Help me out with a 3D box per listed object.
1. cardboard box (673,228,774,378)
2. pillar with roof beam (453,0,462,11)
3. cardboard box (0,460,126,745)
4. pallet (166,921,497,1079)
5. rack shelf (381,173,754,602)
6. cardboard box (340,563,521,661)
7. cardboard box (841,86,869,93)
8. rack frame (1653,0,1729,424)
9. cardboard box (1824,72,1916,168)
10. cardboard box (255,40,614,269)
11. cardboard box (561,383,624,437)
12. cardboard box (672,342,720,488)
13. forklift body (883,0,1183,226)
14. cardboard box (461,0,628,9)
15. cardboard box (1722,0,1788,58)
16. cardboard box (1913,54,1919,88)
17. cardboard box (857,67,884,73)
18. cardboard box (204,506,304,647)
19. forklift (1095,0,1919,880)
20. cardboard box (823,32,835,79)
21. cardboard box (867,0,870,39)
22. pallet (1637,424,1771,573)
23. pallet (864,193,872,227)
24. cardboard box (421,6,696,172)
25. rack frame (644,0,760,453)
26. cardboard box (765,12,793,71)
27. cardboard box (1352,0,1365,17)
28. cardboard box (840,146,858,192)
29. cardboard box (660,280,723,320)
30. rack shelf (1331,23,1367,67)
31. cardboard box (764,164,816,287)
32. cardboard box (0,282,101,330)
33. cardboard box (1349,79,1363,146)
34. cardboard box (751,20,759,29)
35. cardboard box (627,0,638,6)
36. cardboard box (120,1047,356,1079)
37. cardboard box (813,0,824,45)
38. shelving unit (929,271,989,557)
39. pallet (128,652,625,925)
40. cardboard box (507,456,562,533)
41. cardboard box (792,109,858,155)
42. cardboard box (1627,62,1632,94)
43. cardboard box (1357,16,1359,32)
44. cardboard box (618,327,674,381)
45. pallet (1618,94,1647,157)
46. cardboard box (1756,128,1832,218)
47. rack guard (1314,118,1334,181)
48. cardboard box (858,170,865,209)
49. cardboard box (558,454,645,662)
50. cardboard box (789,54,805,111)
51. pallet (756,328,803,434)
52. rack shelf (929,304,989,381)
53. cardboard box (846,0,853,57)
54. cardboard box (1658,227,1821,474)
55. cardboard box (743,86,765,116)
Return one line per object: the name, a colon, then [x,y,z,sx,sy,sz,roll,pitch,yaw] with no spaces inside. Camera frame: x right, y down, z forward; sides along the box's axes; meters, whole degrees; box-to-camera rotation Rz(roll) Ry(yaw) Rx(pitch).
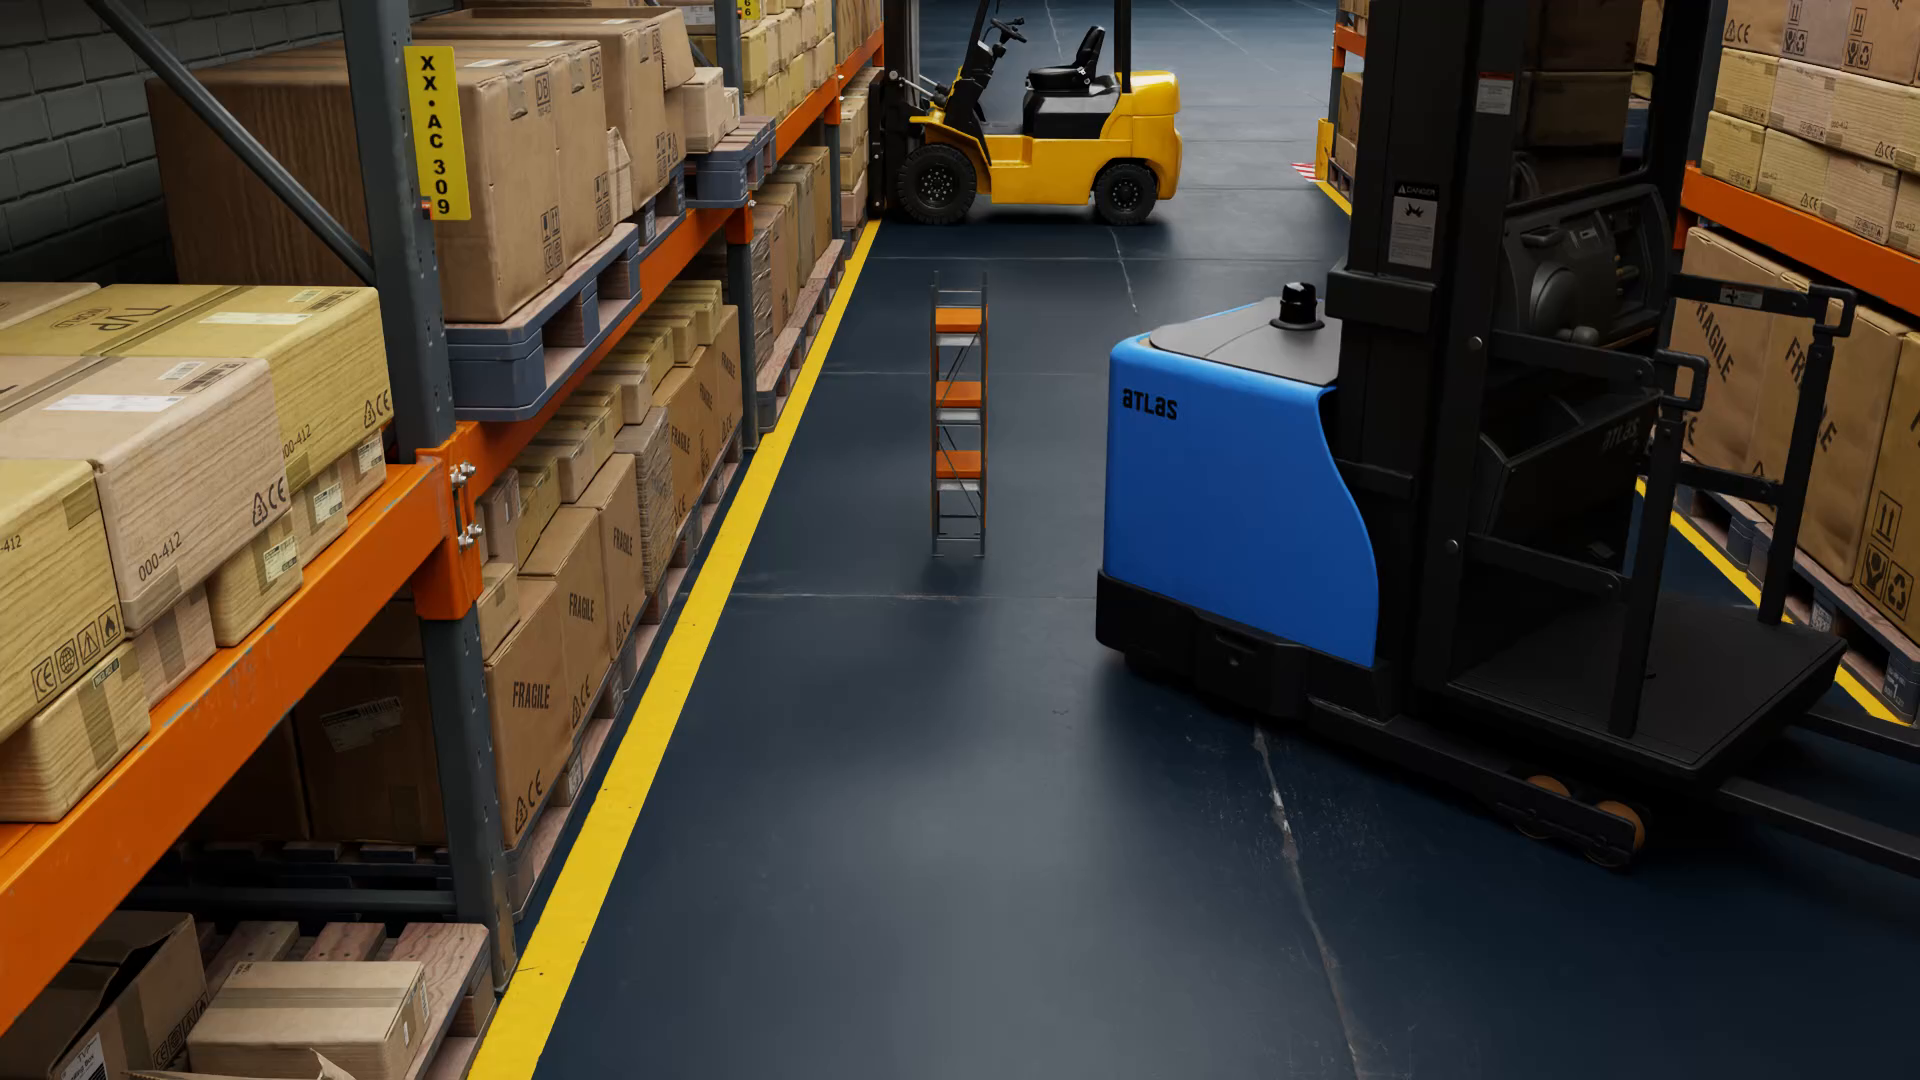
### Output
cardboard box: [-1.393,-1.137,8.016,0.875,0.625,0.625,1,21,3]
pillar with roof beam: [2.016,-5.054,7.114,9.100,9.000,0.400,1,21,2]
cardboard box: [-1.348,0.103,1.914,0.500,0.250,0.500,0,21,1]
pallet: [-1.569,1.171,3.218,1.003,0.211,1.213,1,21,2]
rack shelf: [-1.487,-0.765,5.348,1.077,0.370,4.000,1,21,2]
cardboard box: [-1.270,0.163,3.939,0.380,0.149,0.250,2,21,4]
cardboard box: [-0.923,-3.376,12.920,0.500,0.250,0.500,0,21,1]
rack frame: [3.536,-1.770,6.944,1.000,3.000,0.127,1,21,2]
cardboard box: [3.229,-1.386,5.470,0.500,0.250,0.500,1,21,1]
cardboard box: [-1.293,-0.979,4.187,0.700,0.500,0.500,1,21,2]
cardboard box: [-1.314,-0.407,5.410,0.380,0.149,0.250,1,21,2]
cardboard box: [-1.249,-0.518,6.591,0.500,0.500,0.500,0,21,1]
forklift body: [0.583,-3.614,12.871,2.313,2.155,1.214,1,21,2]
cardboard box: [-1.598,-1.881,6.512,0.500,0.500,0.500,2,21,4]
cardboard box: [3.276,-2.107,6.292,0.500,0.500,0.500,0,21,0]
cardboard box: [3.221,-1.558,4.878,0.500,0.500,0.500,1,21,2]
cardboard box: [-0.885,-3.926,14.339,0.500,0.250,0.500,1,21,3]
cardboard box: [-1.275,0.047,2.609,0.380,0.149,0.250,1,21,3]
forklift: [1.849,-0.727,4.351,3.031,2.935,1.130,20,29,41]
cardboard box: [-1.058,-3.014,10.359,0.500,0.250,0.500,1,21,3]
cardboard box: [-0.975,-4.209,13.091,0.500,0.500,0.500,0,21,1]
pallet: [3.437,-0.186,6.716,1.003,0.211,1.213,1,21,2]
pallet: [-1.204,-2.699,13.193,1.003,0.211,1.213,1,21,2]
cardboard box: [-1.290,-1.475,5.460,0.797,0.503,0.637,0,21,0]
rack frame: [-1.426,-1.823,7.081,1.000,3.000,0.127,1,21,2]
cardboard box: [-1.118,-2.514,8.378,0.500,0.250,0.500,0,21,0]
cardboard box: [3.475,-4.492,13.411,0.500,0.500,0.500,1,21,3]
cardboard box: [-0.981,-2.588,11.582,0.500,0.250,0.500,1,21,1]
cardboard box: [-1.188,-0.975,6.873,0.380,0.149,0.250,0,21,-1]
rack shelf: [3.718,-3.604,12.665,1.077,0.370,4.000,1,21,2]
cardboard box: [-1.340,-1.889,9.953,0.875,0.625,0.625,0,21,1]
cardboard box: [-1.832,-0.270,2.873,0.500,0.250,0.500,0,21,1]
cardboard box: [3.466,-3.440,13.431,0.500,0.500,0.500,0,21,0]
cardboard box: [-1.115,-2.381,7.483,0.380,0.149,0.250,1,21,3]
cardboard box: [-1.618,-2.292,7.255,0.380,0.149,0.250,1,21,3]
cardboard box: [-1.282,1.036,2.912,0.396,0.266,0.258,1,21,4]
cardboard box: [-1.072,-3.066,9.801,0.500,0.250,0.500,0,21,0]
shelving unit: [-0.002,-0.470,6.289,0.215,1.050,0.252,1,21,2]
pallet: [-1.560,0.629,4.617,1.003,0.211,1.213,1,21,2]
cardboard box: [-1.348,-0.130,4.695,0.380,0.149,0.250,0,21,1]
cardboard box: [-0.976,-2.821,11.491,0.500,0.250,0.500,0,21,1]
cardboard box: [3.209,-2.159,7.713,0.380,0.149,0.250,0,21,1]
cardboard box: [3.479,-4.238,13.653,0.380,0.149,0.250,0,21,0]
cardboard box: [-1.270,-0.686,6.129,0.380,0.149,0.250,1,21,3]
pallet: [3.451,-1.939,7.646,1.213,0.211,1.003,1,21,2]
cardboard box: [3.271,-1.340,6.043,0.500,0.250,0.500,0,21,0]
rack guard: [3.777,-3.470,14.780,1.175,0.500,0.348,1,21,2]
cardboard box: [-0.958,-2.538,12.145,0.500,0.250,0.500,0,21,0]
cardboard box: [-1.282,0.047,5.136,0.500,0.500,0.500,0,21,0]
cardboard box: [-1.121,-2.467,8.947,0.500,0.250,0.500,1,21,3]
pallet: [-1.362,-0.820,8.352,1.003,0.211,1.213,1,21,2]
rack shelf: [-0.002,-0.725,6.190,0.215,0.259,0.240,1,21,2]
cardboard box: [-1.030,-3.662,11.682,0.500,0.500,0.500,1,21,3]
cardboard box: [3.432,-0.726,6.611,0.875,0.875,0.875,0,21,1]
cardboard box: [-1.168,-1.911,7.515,0.500,0.250,0.500,1,21,2]
